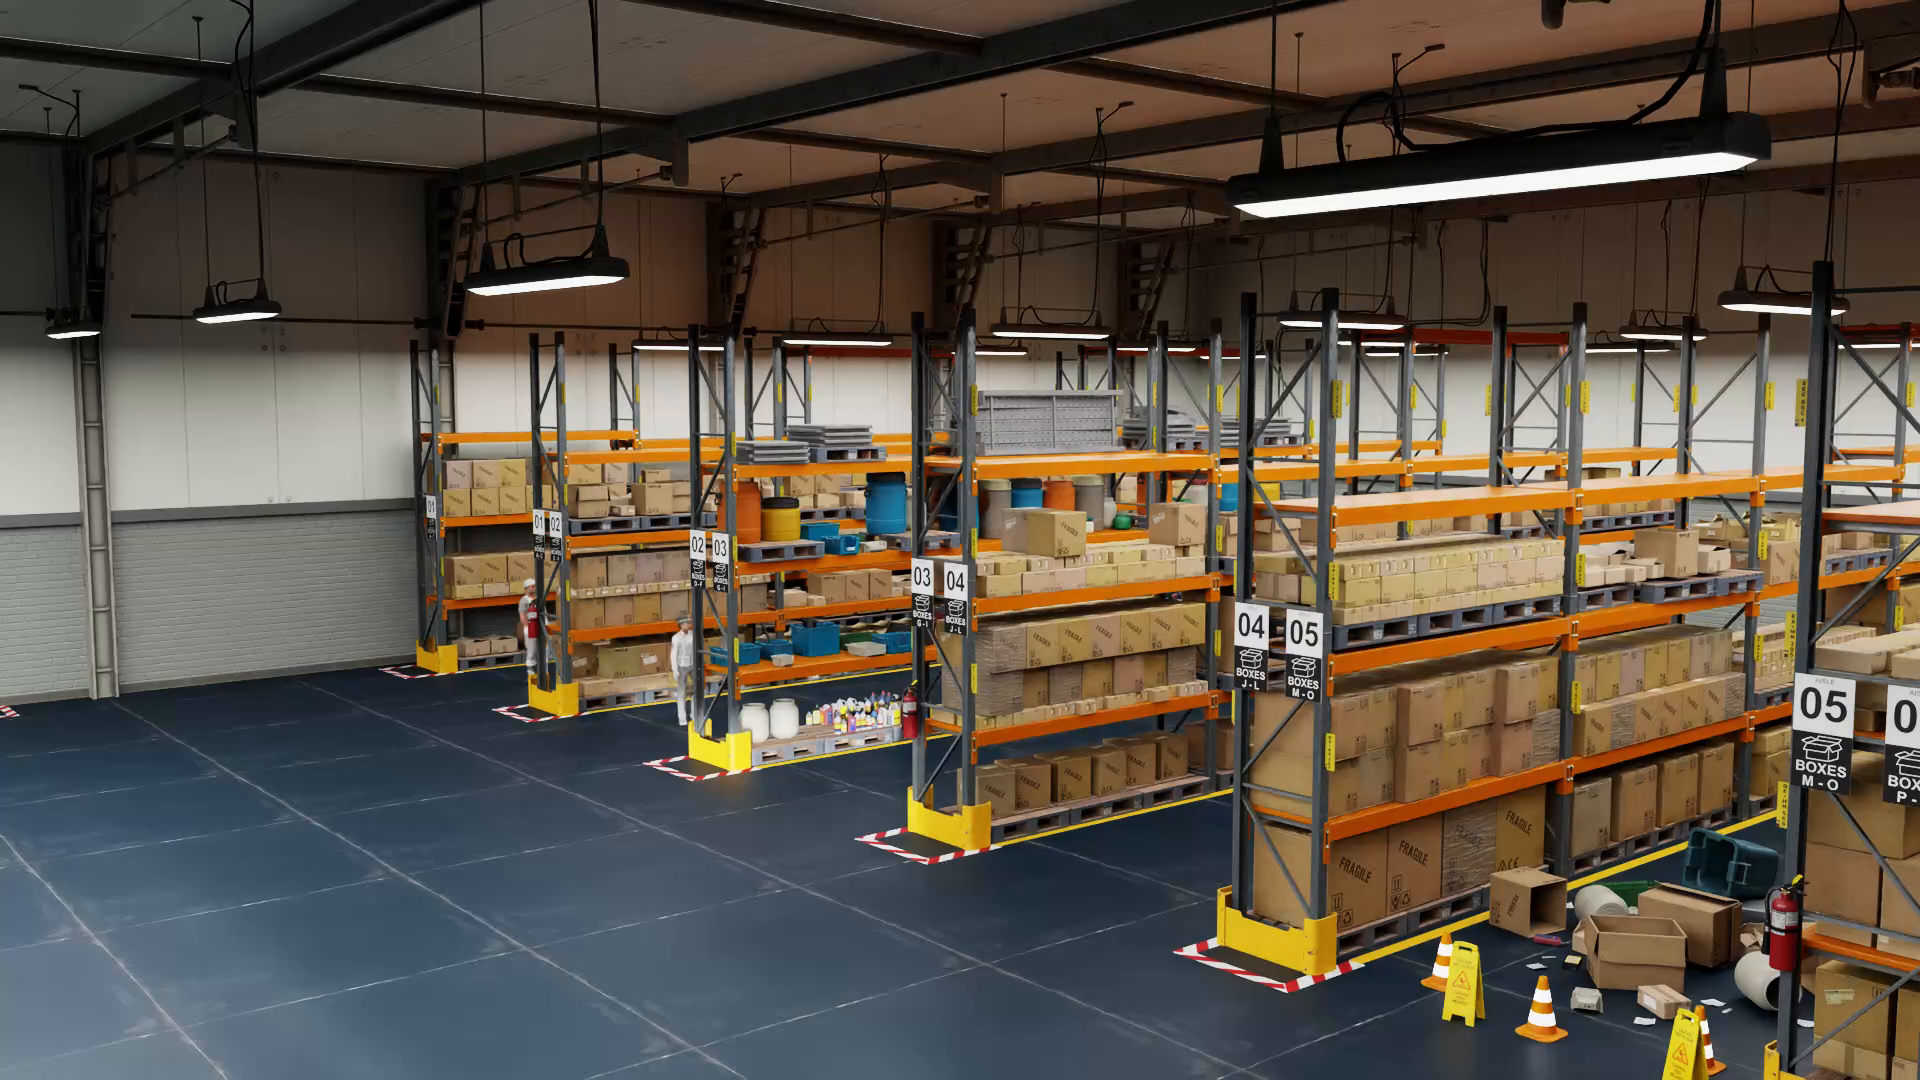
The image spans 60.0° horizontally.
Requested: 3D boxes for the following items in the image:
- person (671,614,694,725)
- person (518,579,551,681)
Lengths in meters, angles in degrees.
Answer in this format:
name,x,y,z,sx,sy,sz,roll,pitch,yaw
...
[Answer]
name,x,y,z,sx,sy,sz,roll,pitch,yaw
person,-4.183,1.992,25.510,0.545,1.741,0.369,-3,6,-28
person,-7.414,1.596,29.159,0.633,1.828,0.597,-3,6,-31
